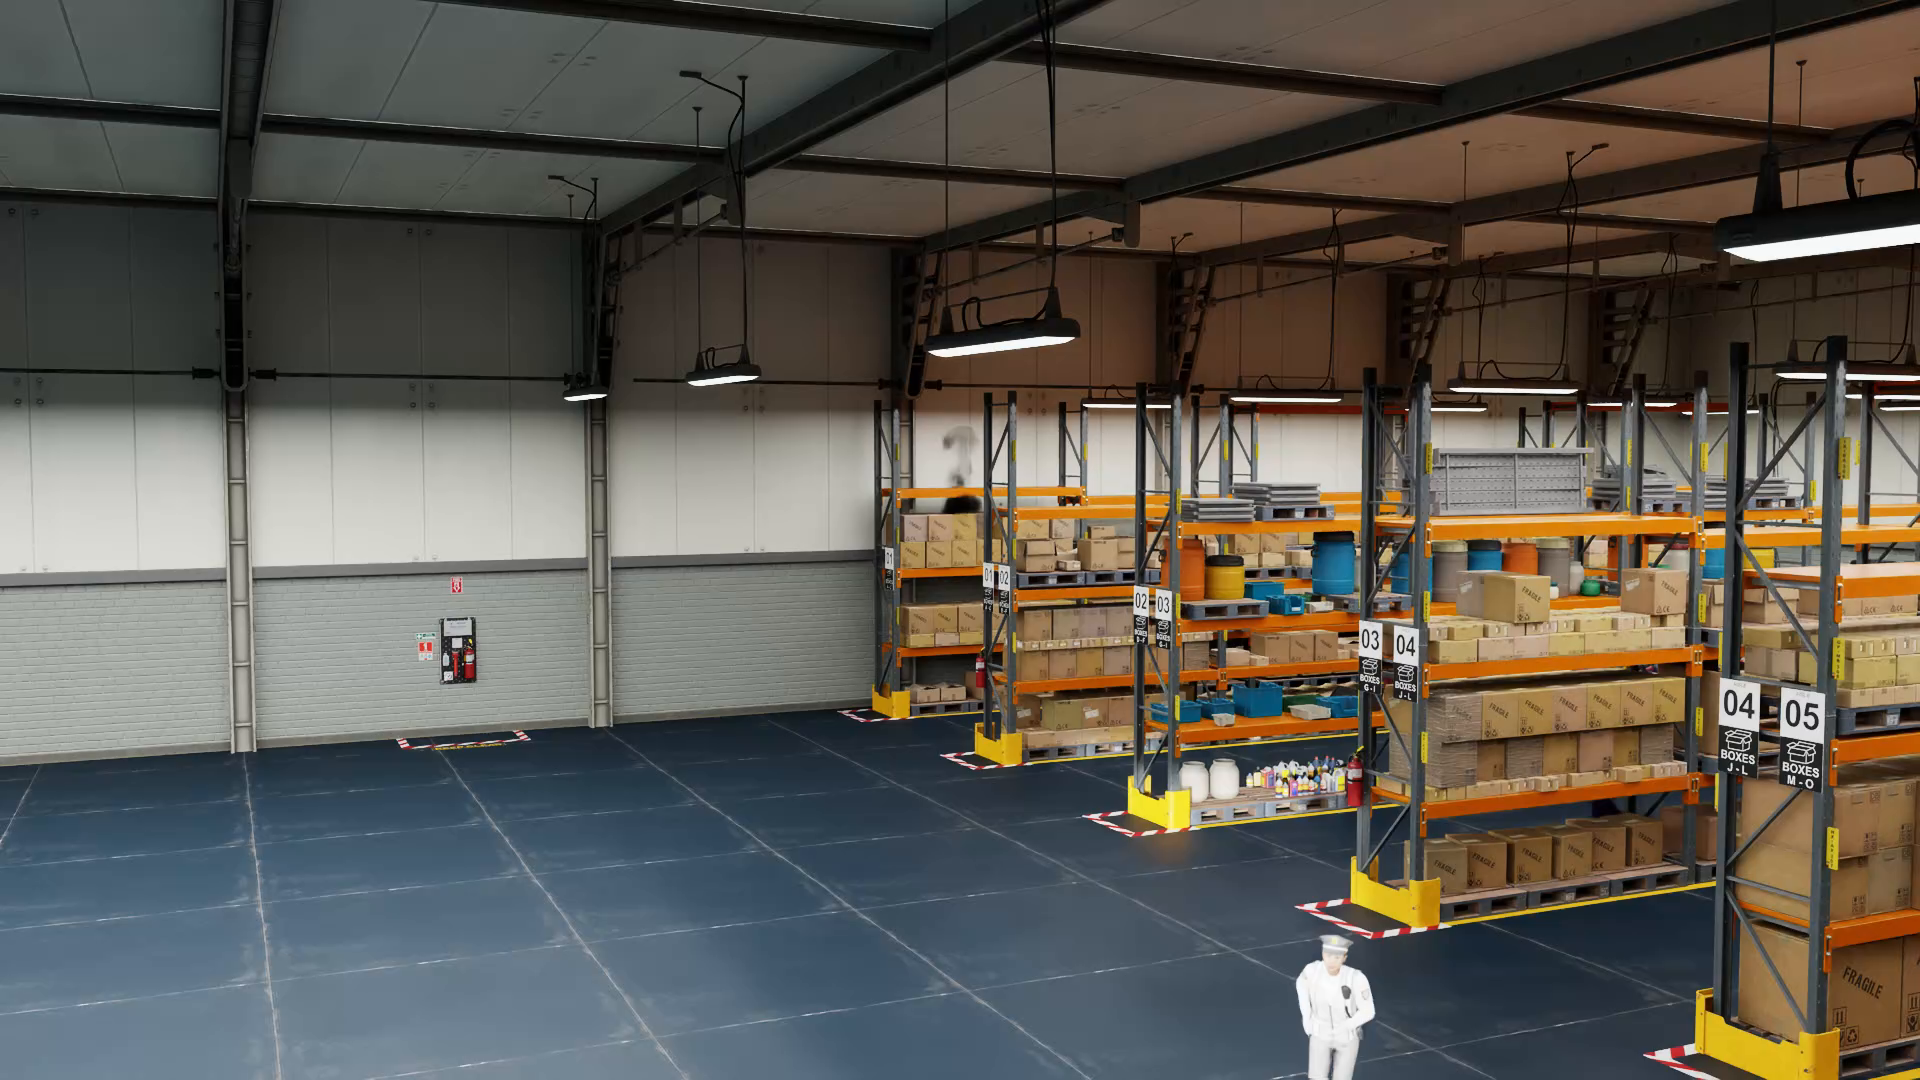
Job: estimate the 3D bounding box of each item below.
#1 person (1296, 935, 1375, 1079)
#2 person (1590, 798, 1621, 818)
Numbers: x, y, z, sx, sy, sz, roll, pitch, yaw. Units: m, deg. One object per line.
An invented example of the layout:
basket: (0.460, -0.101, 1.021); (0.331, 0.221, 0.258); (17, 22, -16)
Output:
person: (2.716, 3.634, 12.094); (0.582, 1.624, 0.642); (1, 3, 18)
person: (8.442, 3.107, 21.713); (0.788, 1.675, 0.608); (-1, 4, -19)
